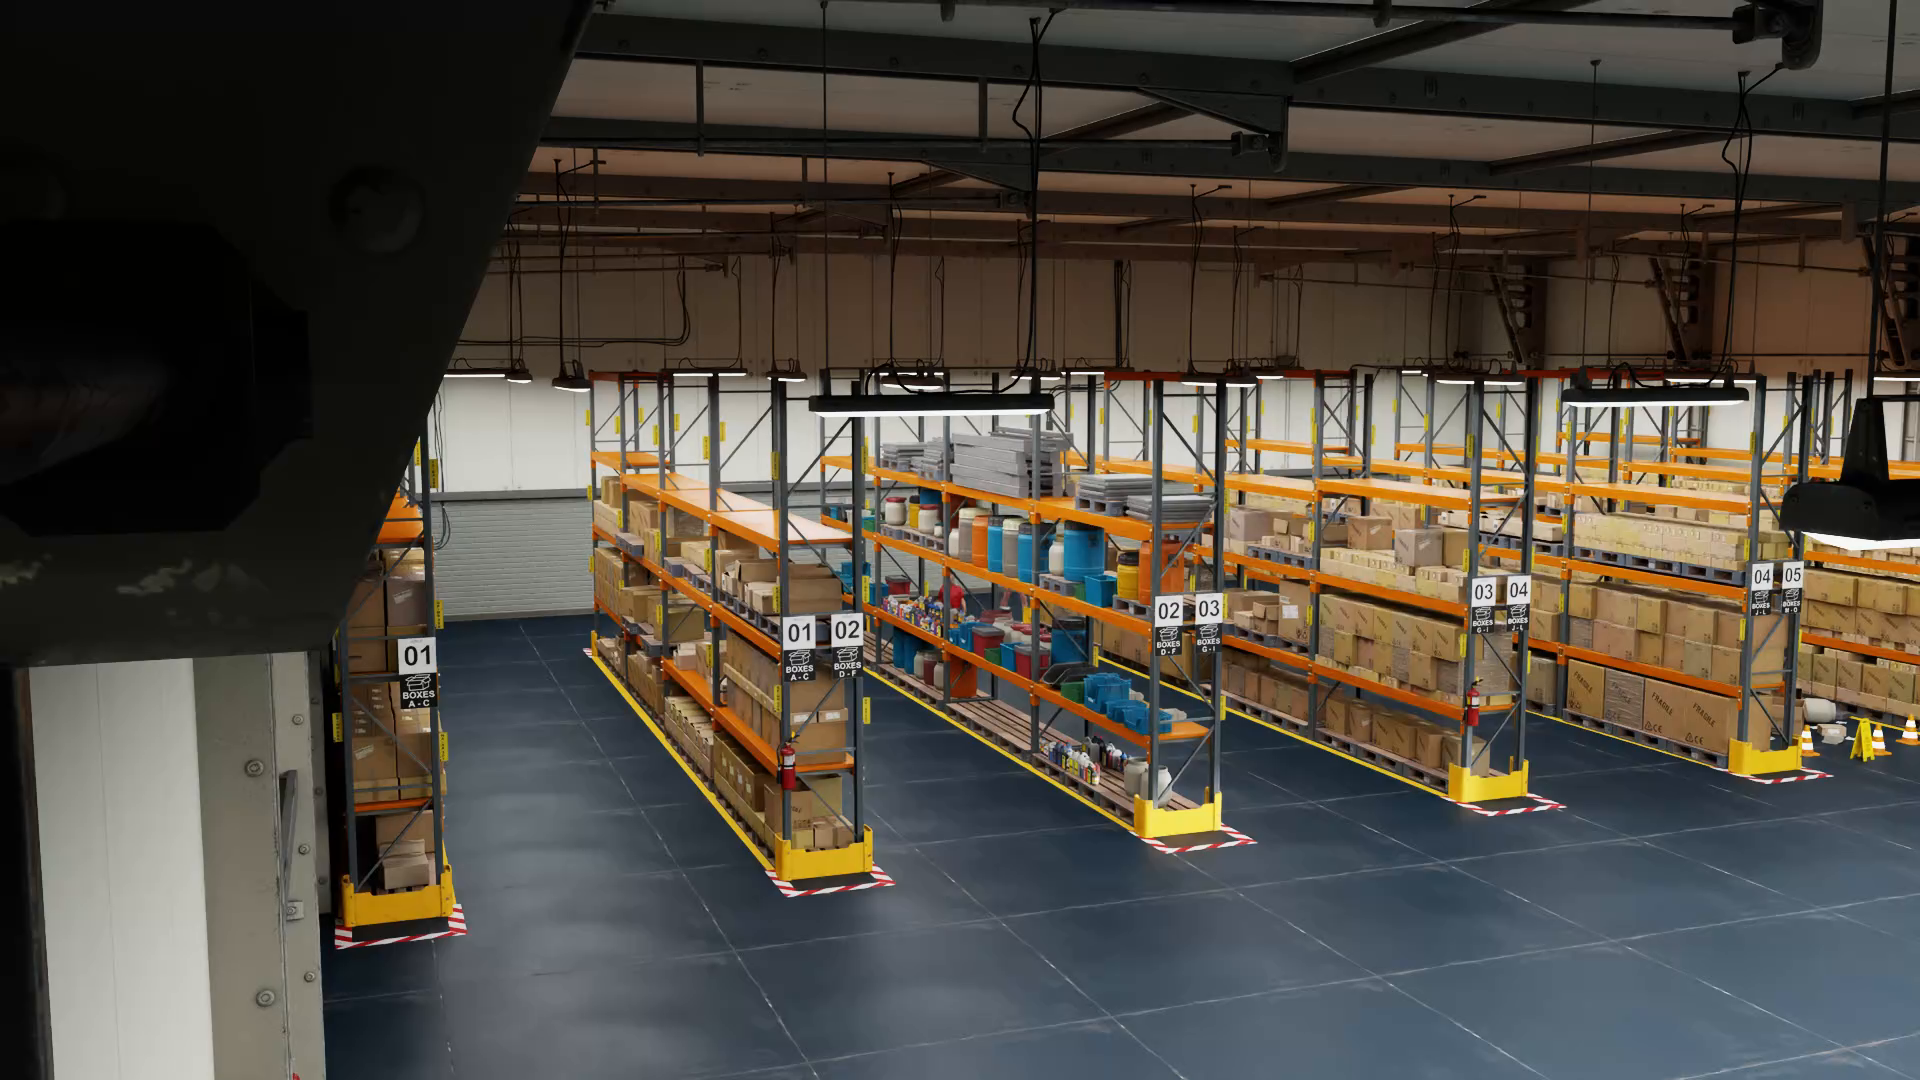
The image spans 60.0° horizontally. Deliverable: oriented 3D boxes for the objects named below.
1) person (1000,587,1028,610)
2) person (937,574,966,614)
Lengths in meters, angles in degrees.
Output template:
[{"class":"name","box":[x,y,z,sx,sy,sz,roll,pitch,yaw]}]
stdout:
[{"class":"person","box":[1.389,0.935,40.950,0.918,1.637,0.519,5,8,36]},{"class":"person","box":[-0.173,1.561,35.324,0.570,1.674,1.086,-3,7,-25]}]
